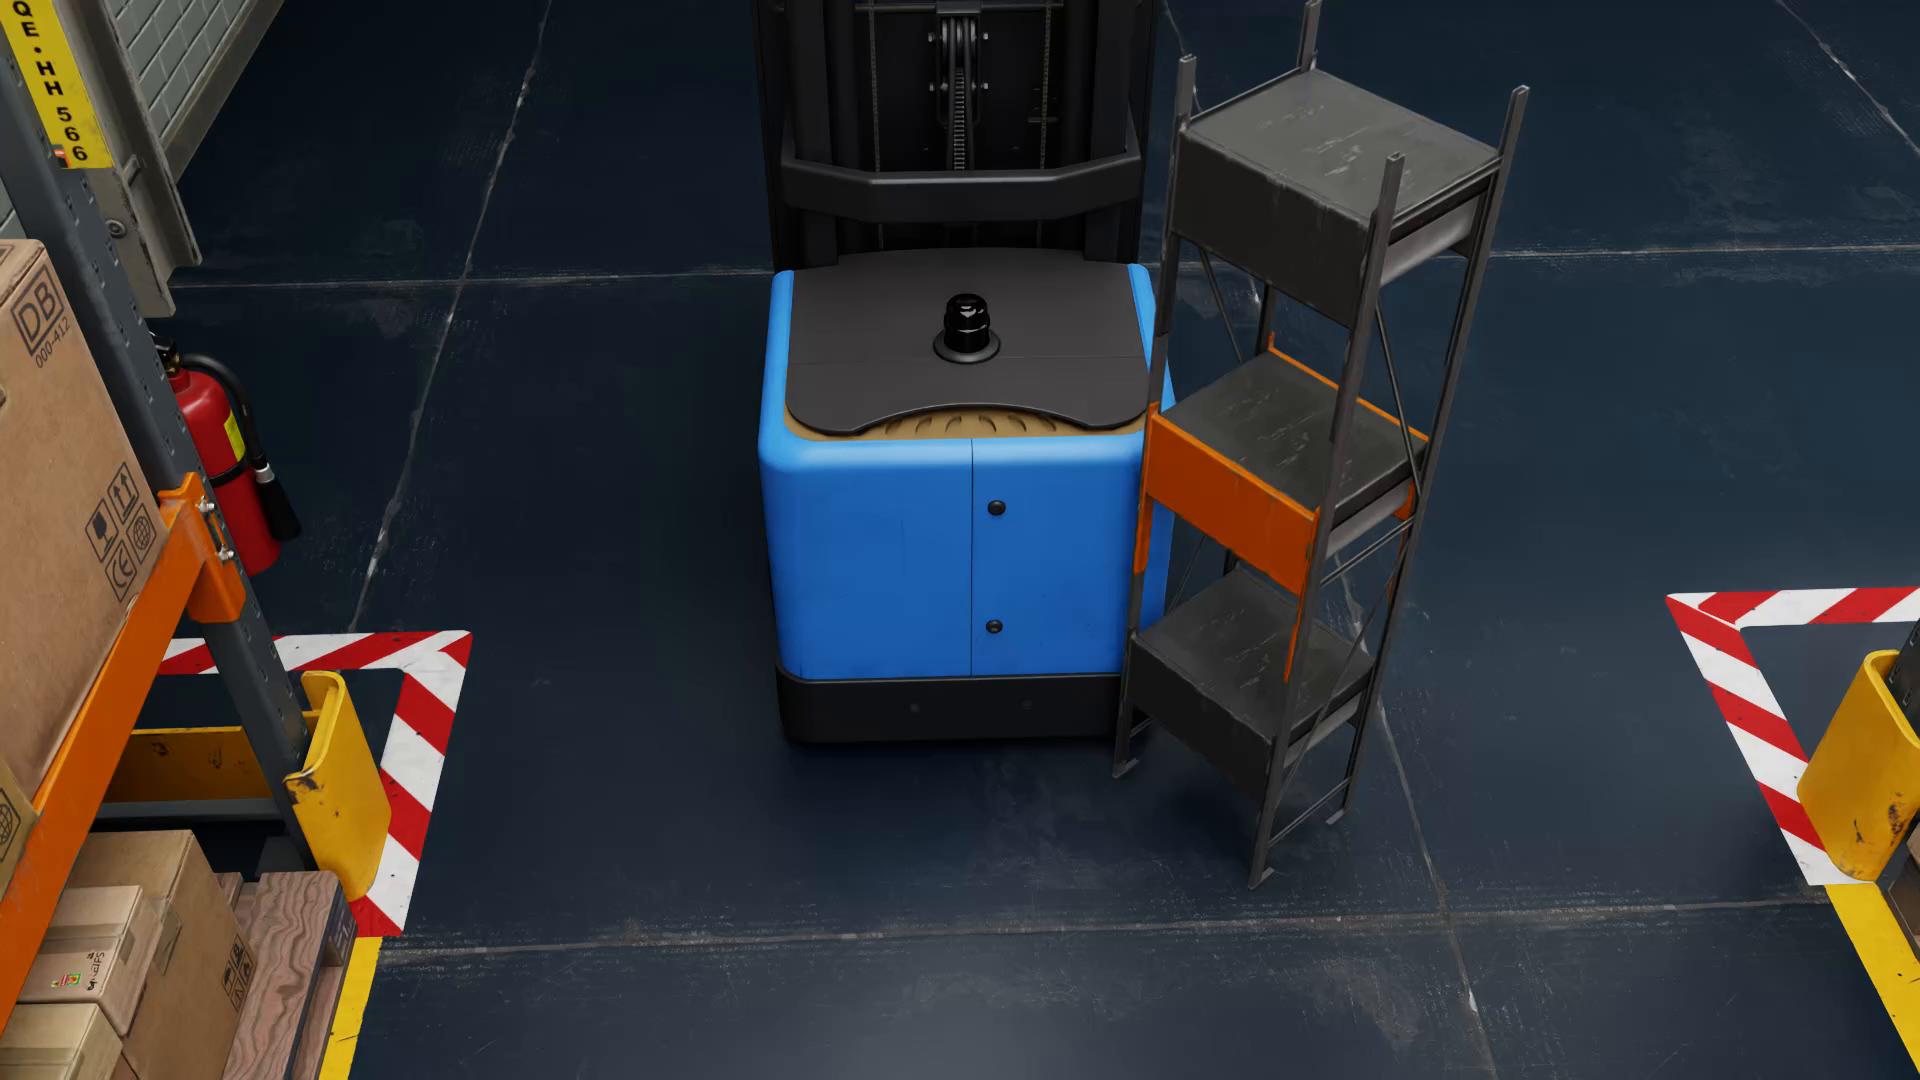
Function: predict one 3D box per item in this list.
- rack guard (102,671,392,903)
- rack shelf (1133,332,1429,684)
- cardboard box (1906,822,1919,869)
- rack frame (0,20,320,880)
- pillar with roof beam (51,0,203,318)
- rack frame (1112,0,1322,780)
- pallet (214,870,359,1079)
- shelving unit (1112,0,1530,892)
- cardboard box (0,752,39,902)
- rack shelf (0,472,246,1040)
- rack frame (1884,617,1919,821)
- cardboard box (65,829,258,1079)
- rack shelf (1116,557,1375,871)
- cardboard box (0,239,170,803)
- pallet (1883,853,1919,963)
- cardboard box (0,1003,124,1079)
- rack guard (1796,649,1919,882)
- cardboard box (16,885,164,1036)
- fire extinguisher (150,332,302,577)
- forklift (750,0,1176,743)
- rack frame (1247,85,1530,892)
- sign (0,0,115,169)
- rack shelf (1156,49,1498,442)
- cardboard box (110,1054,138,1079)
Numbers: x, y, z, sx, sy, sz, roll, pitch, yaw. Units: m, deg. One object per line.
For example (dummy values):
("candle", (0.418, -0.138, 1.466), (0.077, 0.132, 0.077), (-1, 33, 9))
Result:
("rack guard", (-2.100, 0.642, 4.179), (1.175, 0.500, 0.348), (-2, 43, -2))
("rack shelf", (0.729, -0.080, 3.802), (0.431, 0.518, 0.480), (-31, 50, -29))
("cardboard box", (2.524, 0.774, 3.970), (0.380, 0.149, 0.250), (-2, 43, -2))
("rack frame", (-2.099, -0.263, 3.317), (1.000, 3.000, 0.127), (-2, 43, -2))
("pillar with roof beam", (1.223, -4.396, 3.386), (9.100, 9.000, 0.400), (-2, 43, -2))
("rack frame", (0.568, -0.213, 3.929), (0.400, 2.100, 0.015), (-31, 50, -29))
("pallet", (-1.987, 1.303, 3.673), (1.003, 0.211, 1.213), (-2, 43, -2))
("shelving unit", (0.729, -0.090, 3.793), (0.431, 2.100, 0.503), (-31, 50, -29))
("cardboard box", (-2.025, 0.461, 2.305), (0.980, 0.700, 0.700), (-2, 43, -2))
("rack shelf", (-2.014, 1.352, 2.087), (1.077, 0.370, 4.000), (-2, 43, -2))
("rack frame", (2.850, -0.408, 3.475), (1.000, 3.000, 0.127), (-2, 43, -2))
("cardboard box", (-1.969, 0.973, 3.507), (0.700, 0.500, 0.500), (-2, 43, -2))
("rack shelf", (0.731, 0.437, 4.274), (0.431, 0.518, 0.480), (-31, 50, -29))
("cardboard box", (-2.067, -0.029, 2.840), (0.980, 0.700, 0.700), (0, 43, 0))
("pallet", (2.888, 1.210, 3.774), (1.003, 0.211, 1.213), (-2, 43, -2))
("cardboard box", (-1.770, 0.988, 3.011), (0.380, 0.149, 0.250), (-1, 43, -1))
("rack guard", (2.853, 0.565, 4.263), (1.175, 0.500, 0.348), (-2, 43, -2))
("cardboard box", (-1.782, 0.816, 3.199), (0.380, 0.149, 0.250), (-2, 43, -2))
("fire extinguisher", (-1.644, -0.212, 3.595), (0.296, 0.674, 0.183), (-2, 43, -2))
("forklift", (-0.021, -1.506, 4.724), (1.130, 2.935, 3.031), (-1, 43, -1))
("rack frame", (0.890, 0.033, 3.657), (0.400, 2.100, 0.015), (-31, 50, -29))
("sign", (-1.556, -0.783, 2.852), (0.100, 0.325, 0.005), (-2, 43, -2))
("rack shelf", (0.728, -0.597, 3.330), (0.431, 0.518, 0.480), (-31, 50, -29))
("cardboard box", (-1.948, 1.311, 3.139), (0.700, 0.500, 0.500), (-2, 43, -2))
